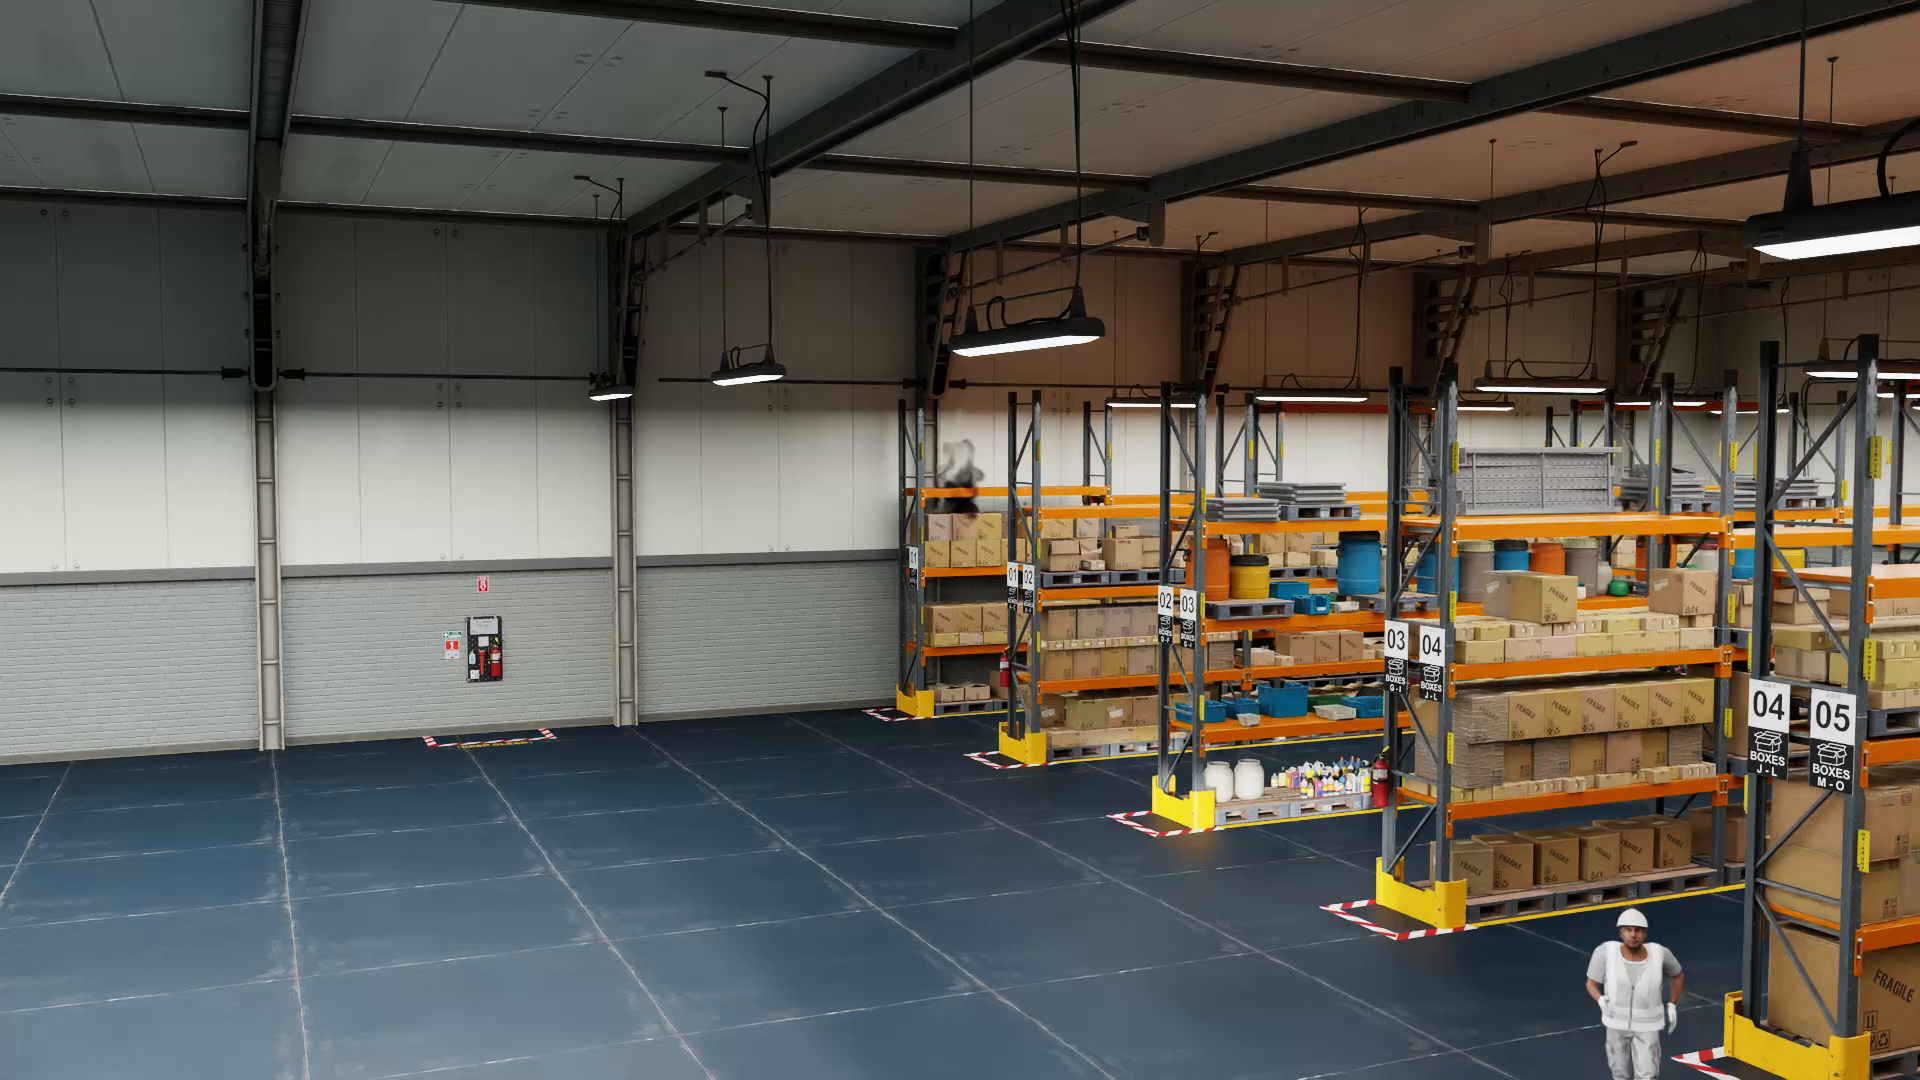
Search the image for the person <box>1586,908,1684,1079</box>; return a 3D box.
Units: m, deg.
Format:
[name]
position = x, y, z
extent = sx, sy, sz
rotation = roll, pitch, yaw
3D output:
[person]
position = 4.899, 3.569, 12.127
extent = 0.642, 1.778, 0.715
rotation = 2, 4, 28
